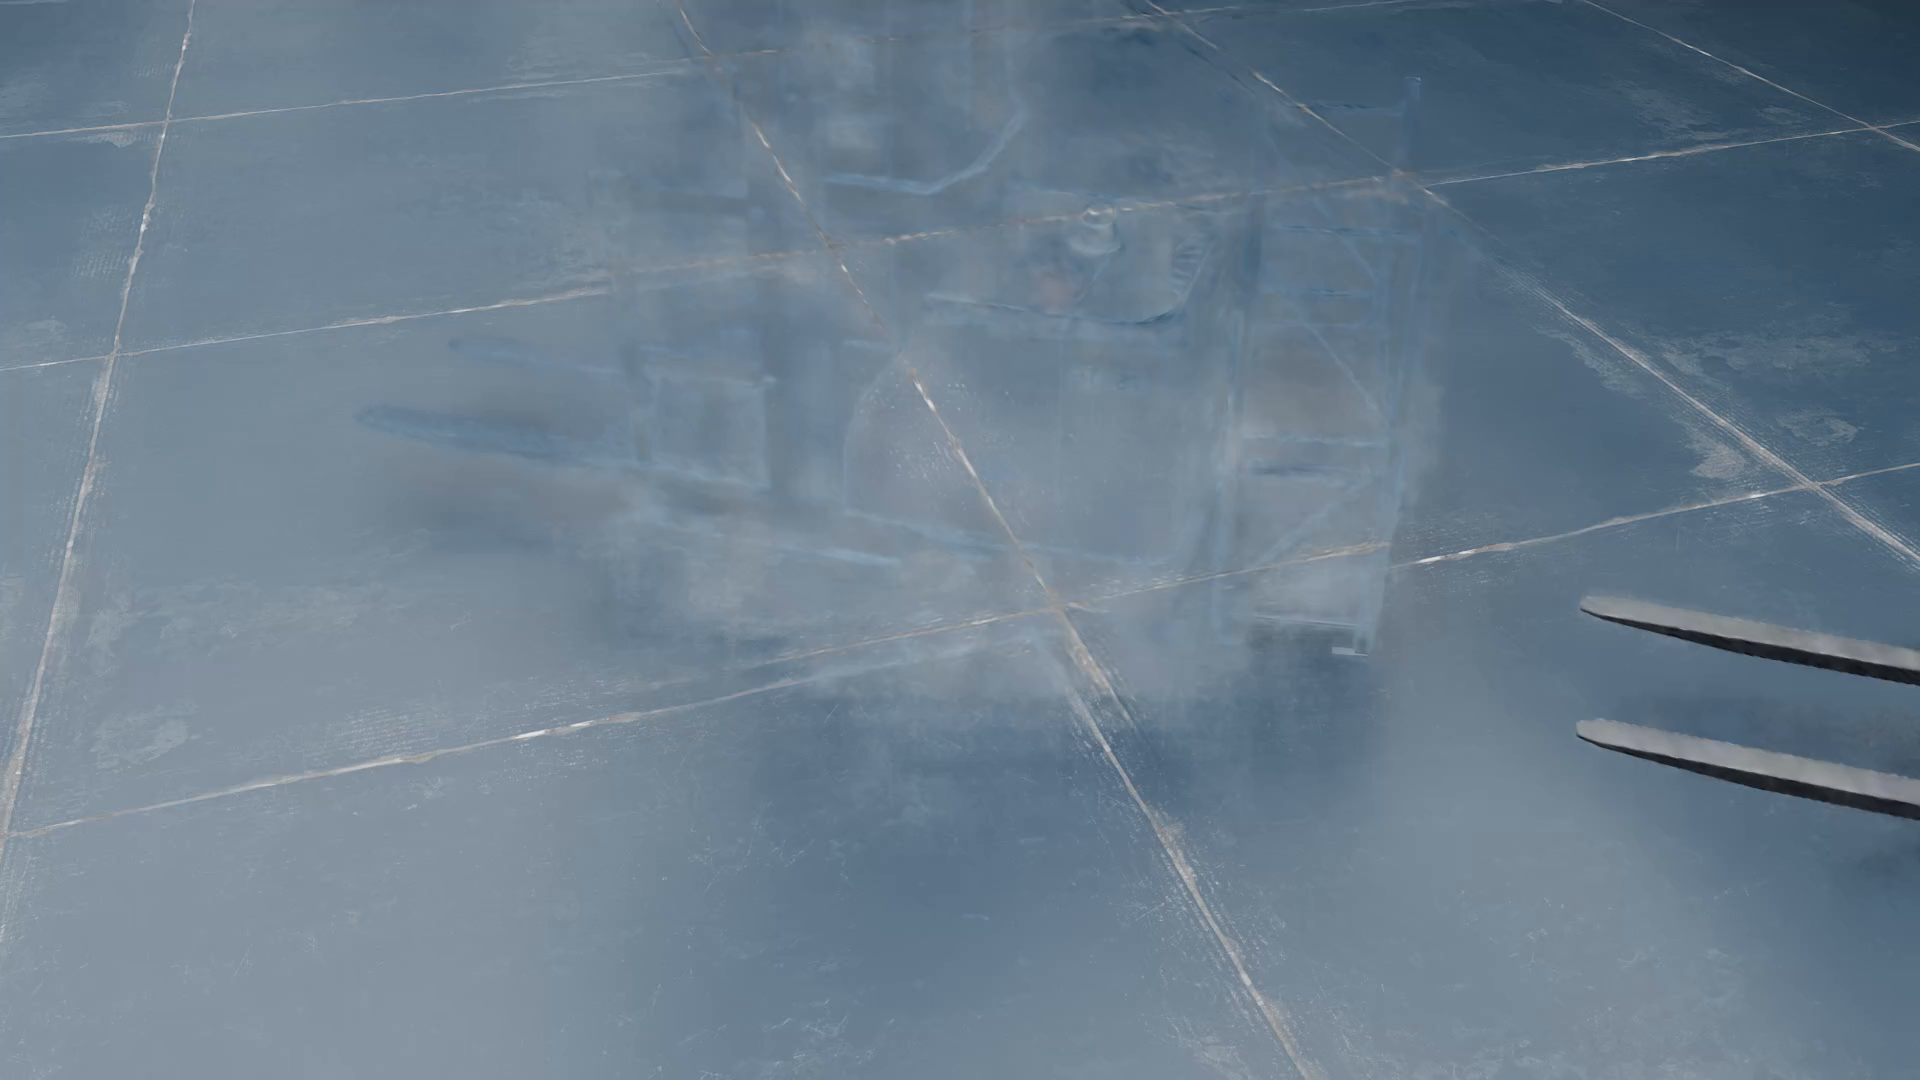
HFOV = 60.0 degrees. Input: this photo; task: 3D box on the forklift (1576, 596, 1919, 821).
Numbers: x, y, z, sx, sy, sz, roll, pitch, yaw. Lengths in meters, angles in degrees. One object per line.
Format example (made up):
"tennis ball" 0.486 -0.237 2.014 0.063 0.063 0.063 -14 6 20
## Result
"forklift" -0.638 -1.406 5.220 3.031 2.935 1.130 10 35 15
